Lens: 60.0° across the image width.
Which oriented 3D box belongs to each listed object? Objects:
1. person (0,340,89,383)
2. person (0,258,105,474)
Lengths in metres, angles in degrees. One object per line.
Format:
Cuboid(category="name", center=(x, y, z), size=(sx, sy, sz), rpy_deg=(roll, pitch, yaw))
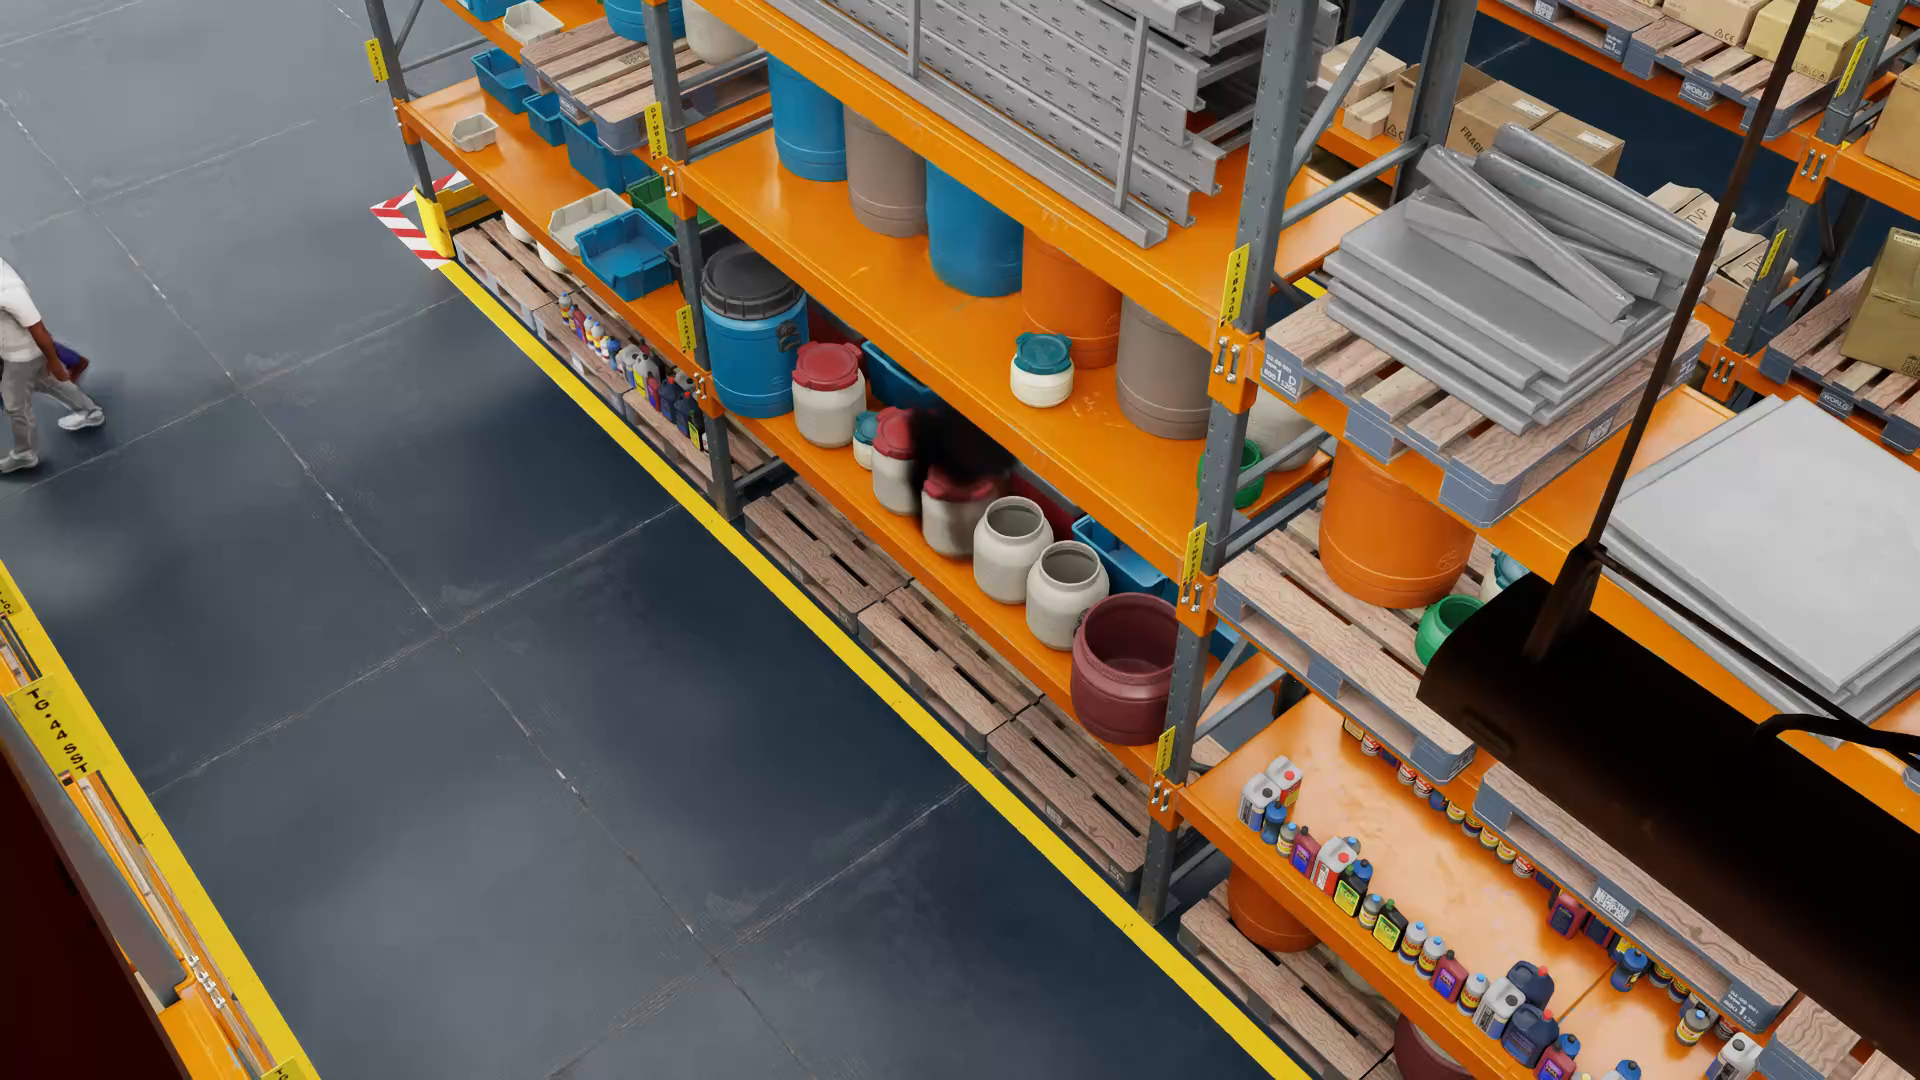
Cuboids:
Cuboid(category="person", center=(-6.724, -1.677, 11.543), size=(0.959, 1.612, 0.649), rpy_deg=(-1, 46, -1))
Cuboid(category="person", center=(-6.321, -1.238, 10.950), size=(0.805, 1.736, 0.638), rpy_deg=(-29, 53, -25))
